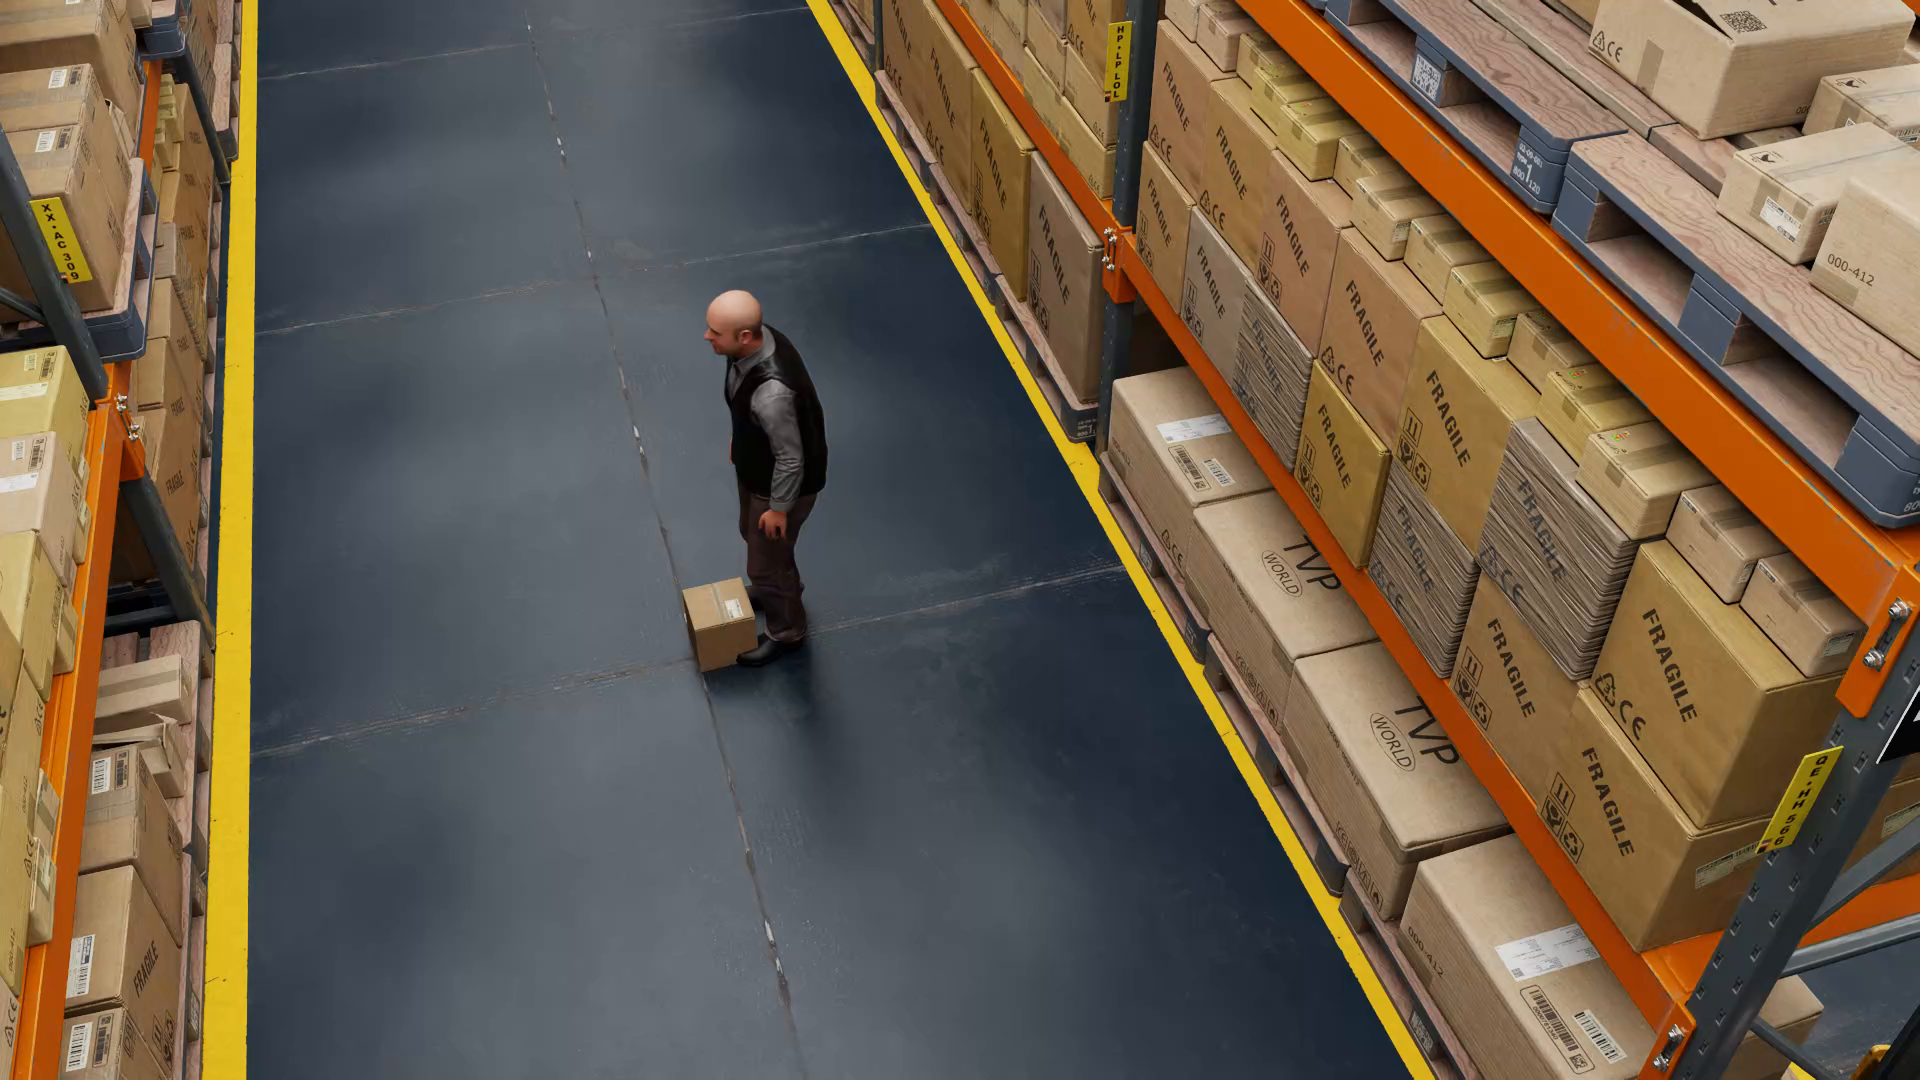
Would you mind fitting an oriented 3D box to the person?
[{"bbox_3d":[-0.748,-0.250,6.456,0.462,1.721,0.588,-13,44,-14],"label":"person"}]
